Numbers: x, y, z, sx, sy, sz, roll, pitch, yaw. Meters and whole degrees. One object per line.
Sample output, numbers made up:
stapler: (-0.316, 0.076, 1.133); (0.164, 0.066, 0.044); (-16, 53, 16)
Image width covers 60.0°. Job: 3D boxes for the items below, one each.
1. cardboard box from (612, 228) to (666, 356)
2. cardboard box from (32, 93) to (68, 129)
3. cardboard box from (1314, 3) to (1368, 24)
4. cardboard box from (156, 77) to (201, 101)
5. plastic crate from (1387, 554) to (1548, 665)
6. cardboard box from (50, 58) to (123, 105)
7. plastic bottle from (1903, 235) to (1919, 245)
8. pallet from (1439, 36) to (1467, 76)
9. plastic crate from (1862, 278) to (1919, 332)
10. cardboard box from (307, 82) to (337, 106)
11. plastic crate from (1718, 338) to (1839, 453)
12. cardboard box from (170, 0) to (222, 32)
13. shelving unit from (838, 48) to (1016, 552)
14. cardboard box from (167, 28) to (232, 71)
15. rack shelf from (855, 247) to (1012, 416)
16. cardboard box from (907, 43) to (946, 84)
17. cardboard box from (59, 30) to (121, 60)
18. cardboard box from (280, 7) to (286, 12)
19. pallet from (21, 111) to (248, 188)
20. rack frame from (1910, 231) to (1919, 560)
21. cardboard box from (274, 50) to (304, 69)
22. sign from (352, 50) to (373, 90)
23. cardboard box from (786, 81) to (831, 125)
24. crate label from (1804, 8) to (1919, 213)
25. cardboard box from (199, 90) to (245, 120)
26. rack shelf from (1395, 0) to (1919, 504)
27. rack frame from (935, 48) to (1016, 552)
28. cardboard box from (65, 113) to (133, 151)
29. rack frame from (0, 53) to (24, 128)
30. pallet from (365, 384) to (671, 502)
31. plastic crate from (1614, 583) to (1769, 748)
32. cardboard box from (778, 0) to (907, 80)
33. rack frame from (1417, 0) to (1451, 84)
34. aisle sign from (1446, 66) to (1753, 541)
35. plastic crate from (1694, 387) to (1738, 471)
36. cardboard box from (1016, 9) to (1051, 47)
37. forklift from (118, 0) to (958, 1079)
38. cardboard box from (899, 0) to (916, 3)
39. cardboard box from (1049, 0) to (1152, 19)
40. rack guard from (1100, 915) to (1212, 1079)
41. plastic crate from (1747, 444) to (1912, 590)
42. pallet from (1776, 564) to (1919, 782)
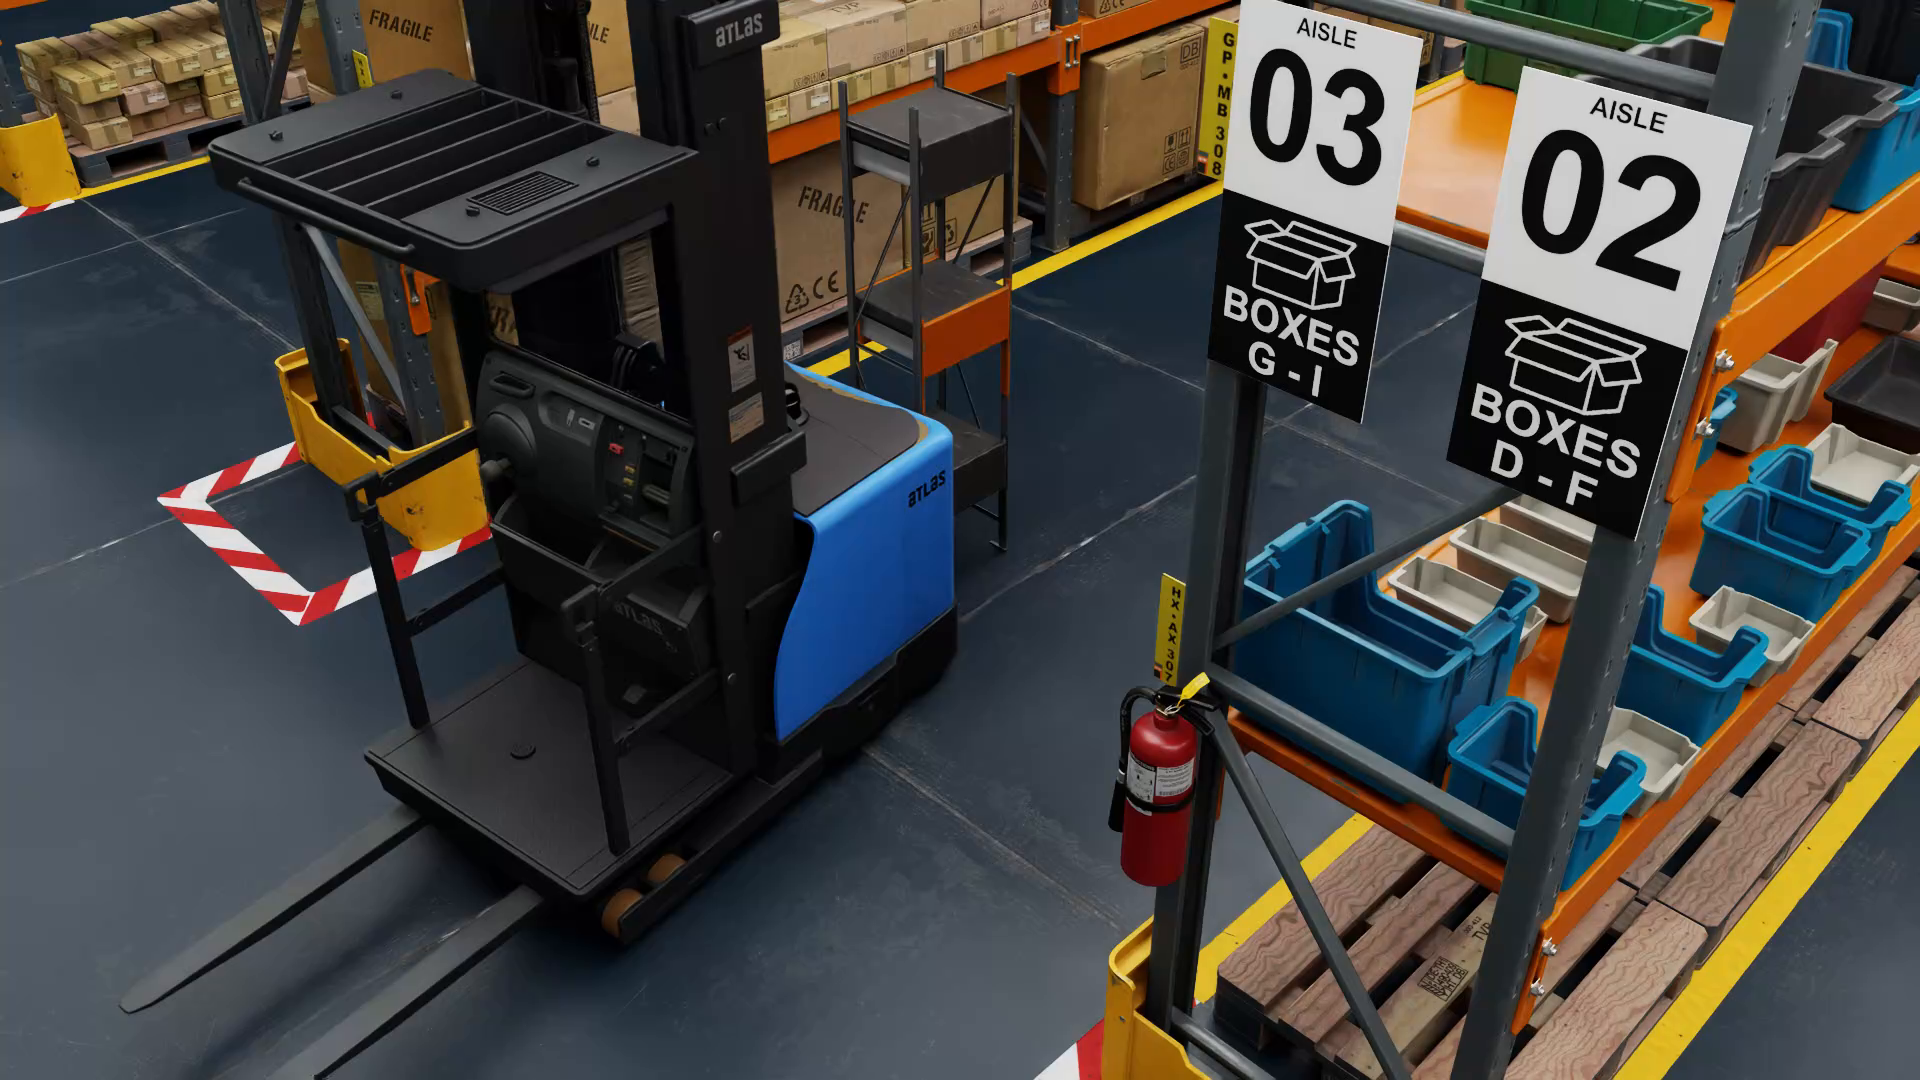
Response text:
cardboard box: (-1.544, -1.442, 8.186); (0.875, 0.875, 0.875); (30, 45, 35)
cardboard box: (-5.805, -2.820, 10.797); (0.250, 0.149, 0.380); (-29, 44, -35)
cardboard box: (1.922, -3.397, 10.990); (1.225, 0.875, 0.875); (30, 45, 35)
cardboard box: (-5.134, -2.977, 10.762); (0.250, 0.149, 0.380); (-29, 44, -35)
plastic crate: (1.381, 0.196, 4.525); (0.396, 0.136, 0.243); (30, 45, 35)
cardboard box: (-5.418, -2.842, 10.309); (0.380, 0.149, 0.250); (27, 43, 33)
plastic bottle: (3.802, -1.347, 6.667); (0.152, 0.276, 0.135); (30, 45, 35)
pallet: (3.608, -3.900, 12.658); (1.003, 0.211, 1.213); (30, 45, 35)
plastic crate: (3.324, -0.892, 6.085); (0.396, 0.136, 0.243); (30, 45, 35)
cardboard box: (-2.427, -1.844, 7.143); (0.500, 0.250, 0.500); (29, 44, 35)
plastic crate: (2.547, -0.538, 5.450); (0.437, 0.282, 0.530); (30, 45, 35)
cardboard box: (-5.148, -3.530, 11.294); (0.250, 0.149, 0.380); (-28, 44, -34)
shelving unit: (-0.117, -0.794, 6.553); (0.431, 2.100, 0.503); (30, 45, 35)
cardboard box: (-4.925, -3.188, 10.803); (0.380, 0.149, 0.250); (27, 43, 33)
rack shelf: (-0.117, -0.783, 6.561); (0.431, 0.518, 0.480); (30, 45, 35)
cardboard box: (-0.287, -2.432, 8.334); (0.250, 0.149, 0.380); (-29, 44, -35)
cardboard box: (-5.617, -3.163, 10.768); (0.250, 0.149, 0.380); (-29, 44, -35)
cardboard box: (-4.396, -3.525, 11.288); (0.380, 0.149, 0.250); (30, 45, 35)
pallet: (-5.377, -2.722, 10.969); (1.003, 0.211, 1.213); (30, 45, 35)
rack frame: (3.753, -1.107, 6.215); (1.000, 3.000, 0.127); (30, 45, 35)
cardboard box: (-4.595, -3.311, 11.240); (0.250, 0.149, 0.380); (-27, 43, -33)
sign: (-2.190, -1.641, 6.155); (0.100, 0.325, 0.005); (30, 45, 35)
cardboard box: (-0.829, -2.120, 7.887); (0.250, 0.149, 0.380); (-29, 44, -35)
crate label: (1.815, -0.897, 3.422); (0.408, 0.251, 0.502); (30, 45, 35)
cardboard box: (-4.878, -2.909, 10.924); (0.250, 0.149, 0.380); (-29, 44, -35)
rack shelf: (2.344, -1.231, 4.399); (1.077, 0.370, 4.000); (30, 45, 35)
rack frame: (0.055, -0.893, 6.695); (0.400, 2.100, 0.015); (30, 45, 35)
cardboard box: (-5.432, -2.606, 10.490); (0.250, 0.149, 0.380); (-29, 44, -35)
rack frame: (-6.028, -3.520, 9.675); (1.000, 3.000, 0.127); (30, 45, 35)
pallet: (-2.072, -0.692, 8.058); (1.003, 0.211, 1.213); (30, 45, 35)
plastic crate: (1.807, 0.326, 4.255); (0.416, 0.233, 0.300); (30, 45, 35)
cardboard box: (-0.609, -2.461, 8.027); (0.500, 0.250, 0.500); (-29, 44, -35)
rack frame: (3.057, -4.727, 11.406); (1.000, 3.000, 0.127); (30, 45, 35)
aisle sign: (1.095, -0.401, 2.930); (0.394, 0.787, 0.004); (30, 45, 35)
plastic crate: (2.200, -0.376, 5.261); (0.416, 0.233, 0.300); (30, 45, 35)
cardboard box: (0.256, -2.745, 8.783); (0.250, 0.149, 0.380); (-30, 45, -35)
forklift: (-1.301, -0.225, 5.010); (1.130, 2.935, 3.031); (24, 41, 30)
cardboard box: (-0.251, -2.975, 8.110); (0.500, 0.500, 0.500); (-29, 44, -35)
cardboard box: (0.740, -3.230, 9.172); (0.500, 0.500, 0.500); (-30, 45, -35)
rack guard: (0.927, 1.557, 4.581); (1.175, 0.500, 0.348); (30, 45, 35)
plastic crate: (2.482, -0.063, 4.812); (0.416, 0.233, 0.300); (30, 45, 35)
pallet: (3.263, 0.351, 6.563); (1.003, 0.211, 1.213); (30, 45, 35)
